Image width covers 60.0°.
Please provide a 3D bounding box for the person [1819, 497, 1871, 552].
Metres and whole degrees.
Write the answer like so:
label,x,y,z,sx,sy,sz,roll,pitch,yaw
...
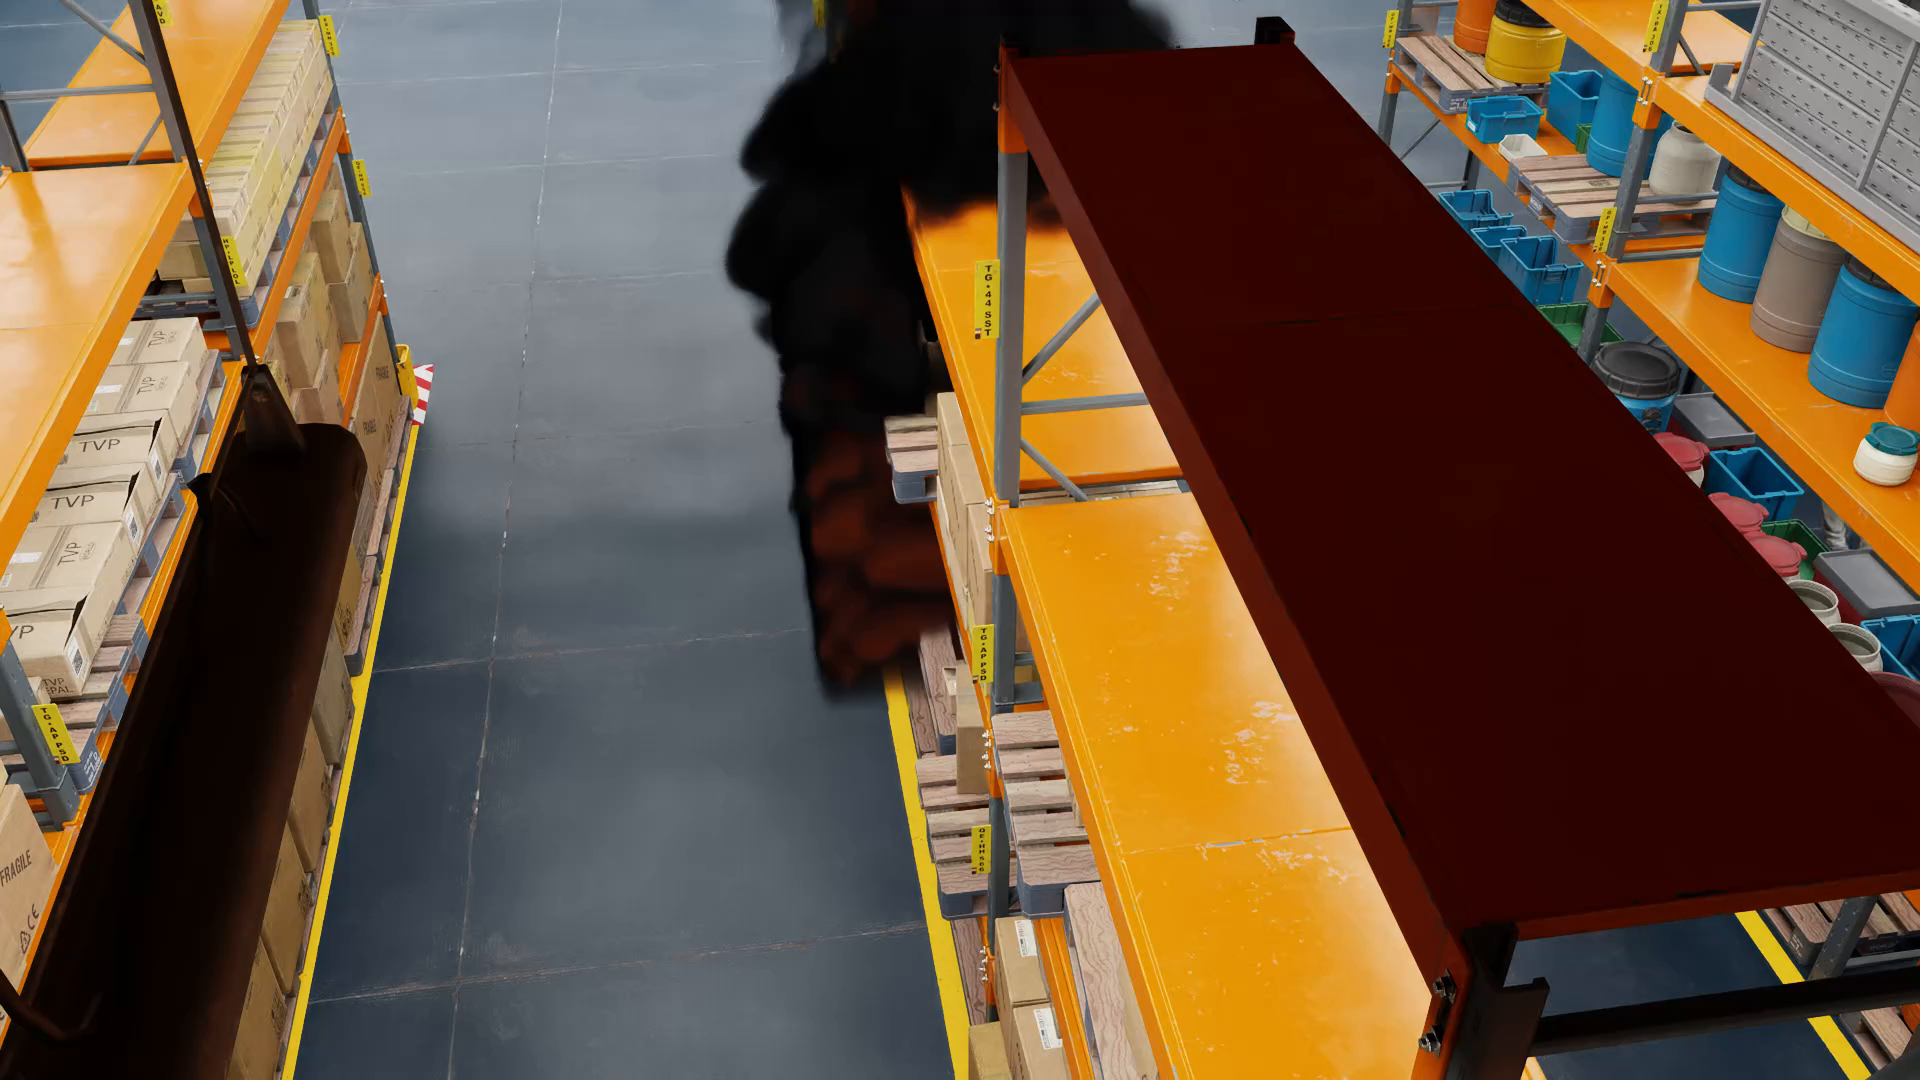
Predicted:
label,x,y,z,sx,sy,sz,roll,pitch,yaw
person,6.684,-0.584,12.290,0.667,1.792,0.733,-5,37,-7
